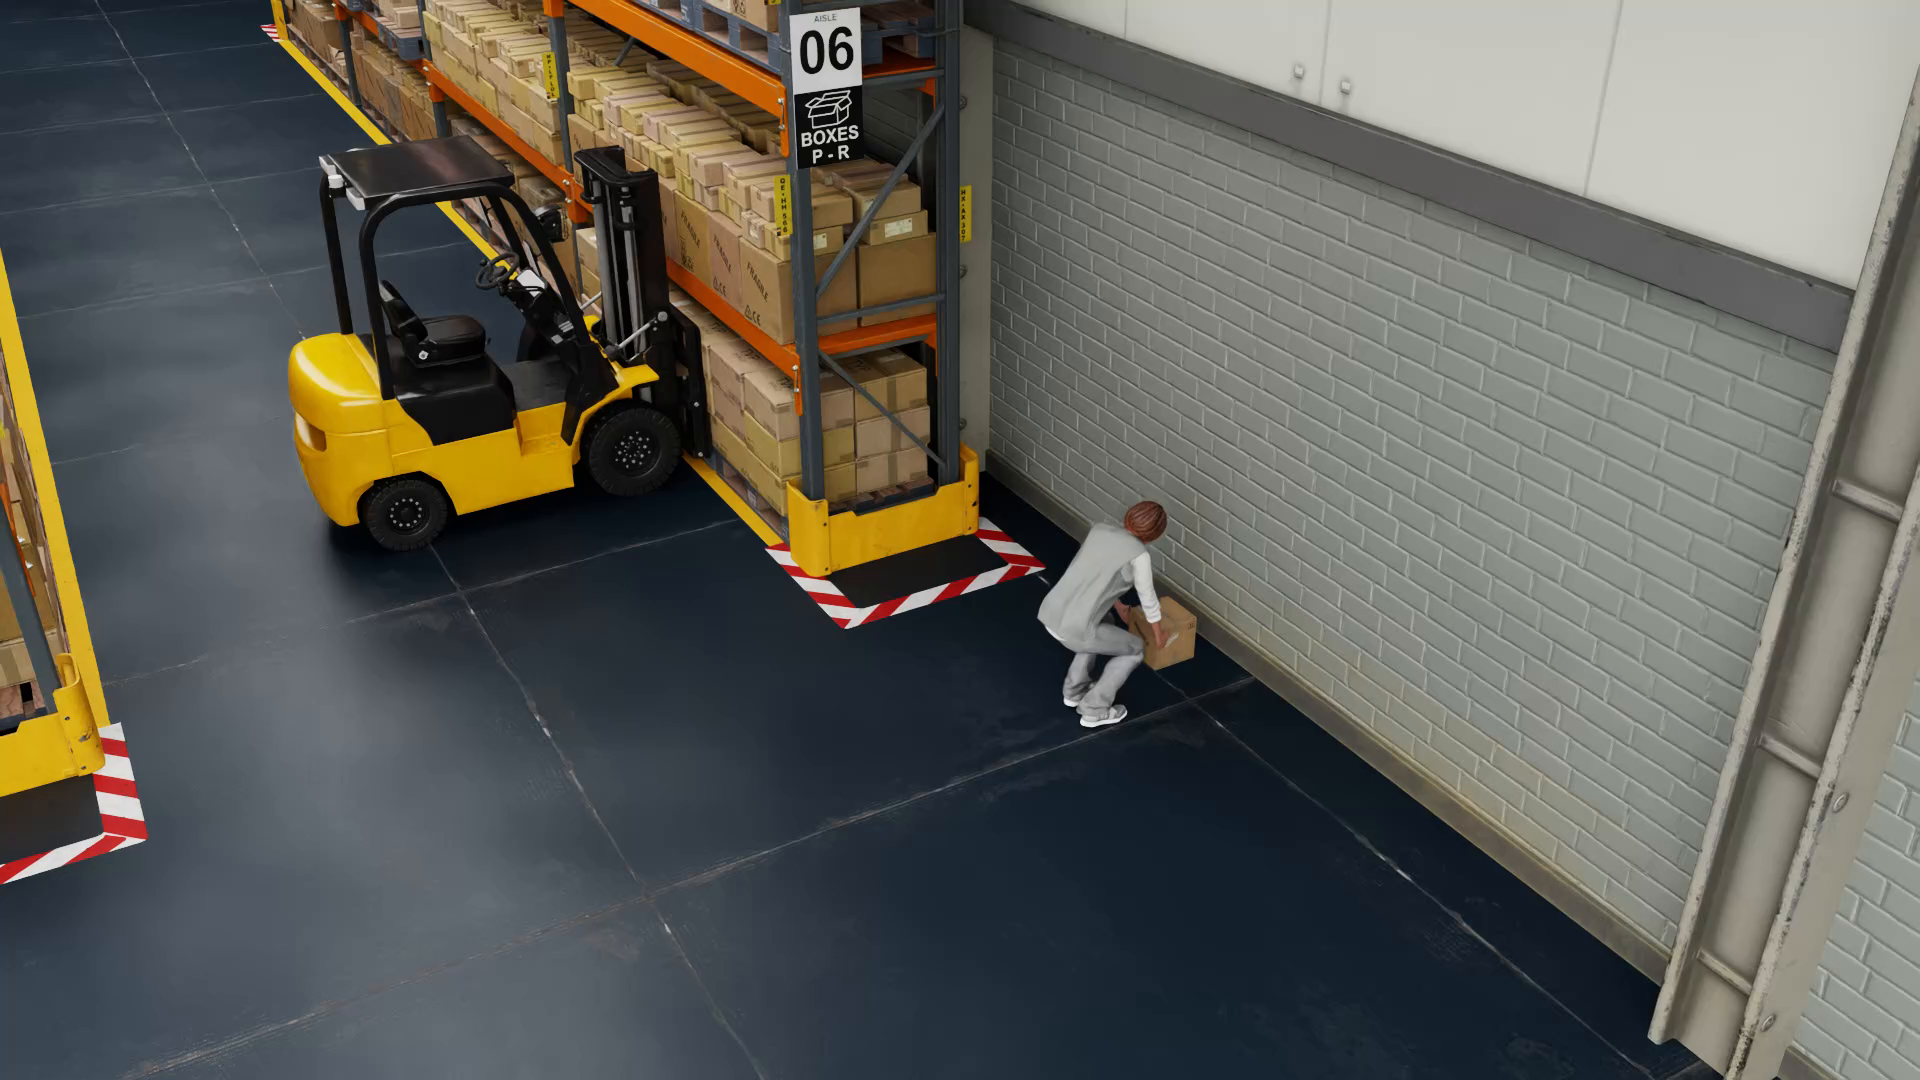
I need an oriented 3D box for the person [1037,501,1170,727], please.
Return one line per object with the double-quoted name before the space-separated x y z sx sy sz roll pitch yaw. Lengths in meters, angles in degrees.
"person" 0.717 0.378 8.405 0.738 1.094 0.464 -16 33 -26
